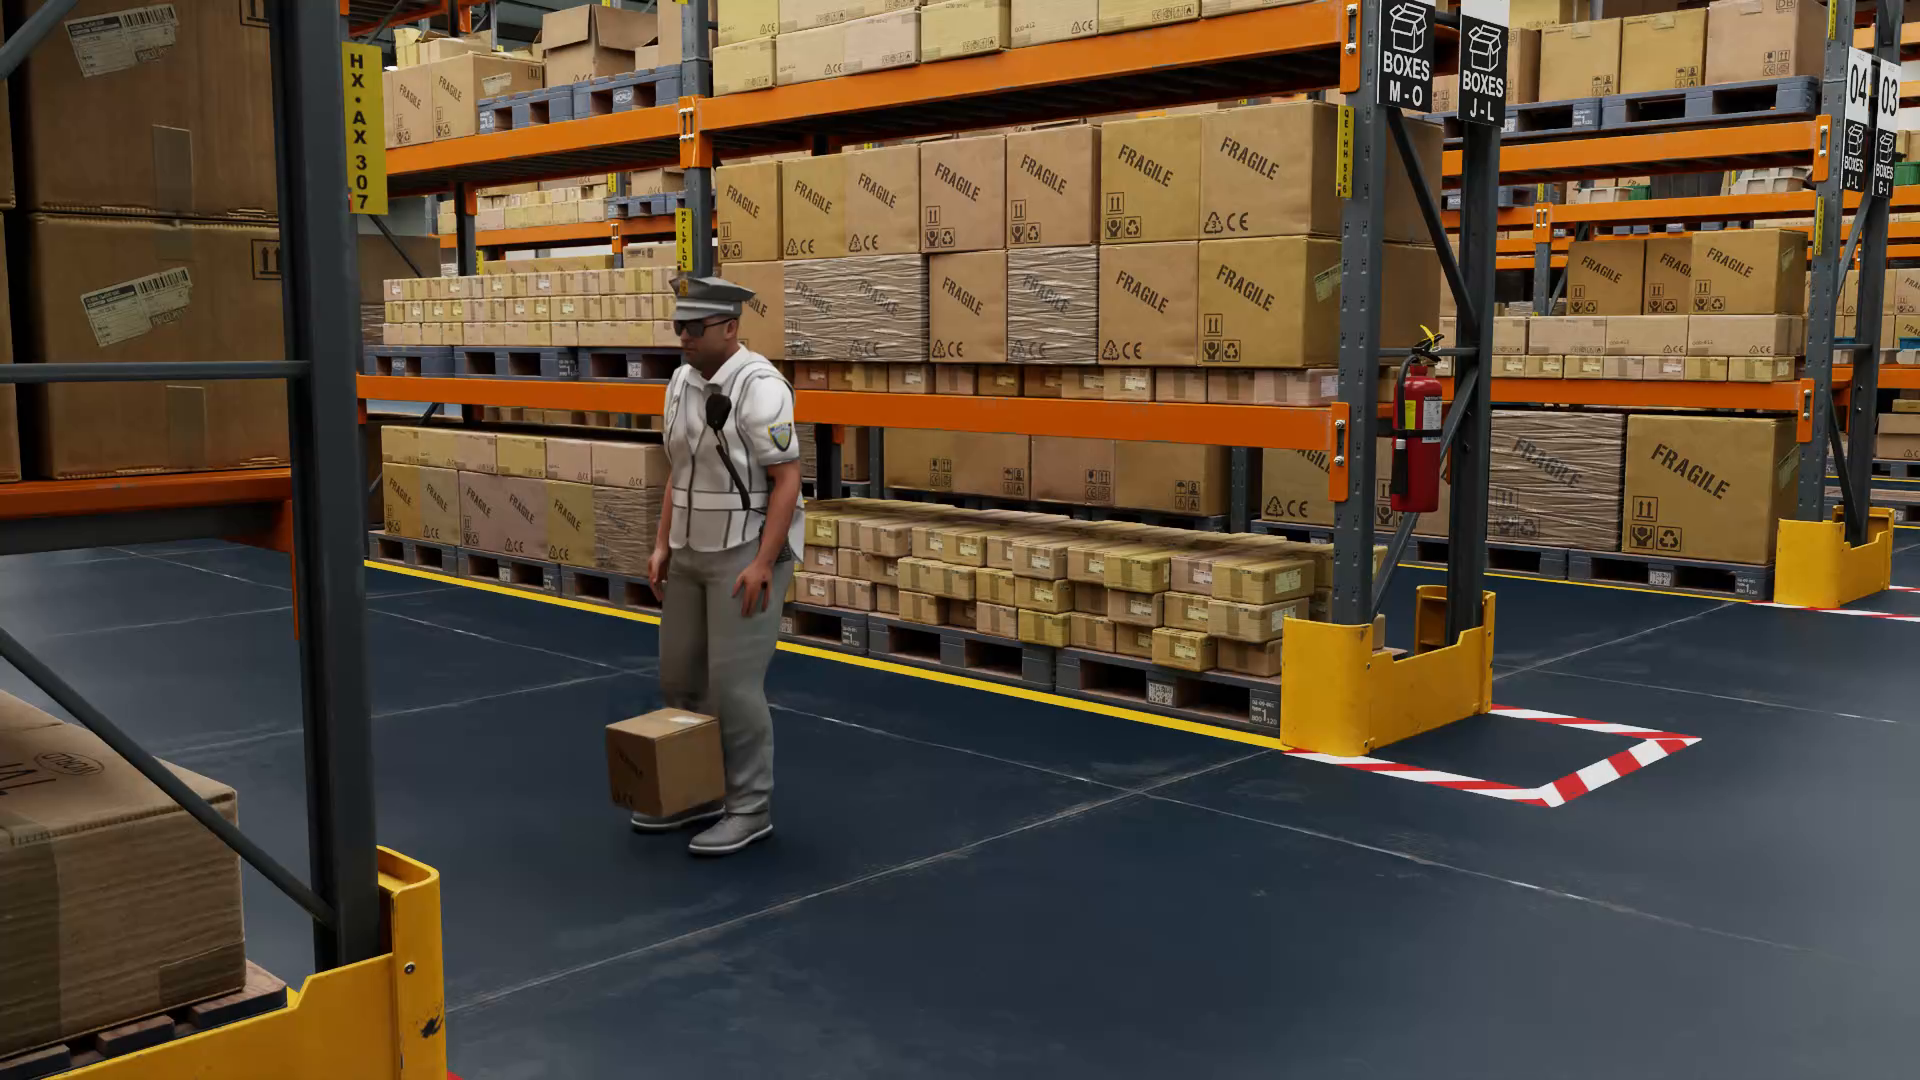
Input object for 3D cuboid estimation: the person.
[{"bbox_3d":[-0.742,0.064,5.191,0.570,1.749,0.476,6,9,42],"label":"person"}]
